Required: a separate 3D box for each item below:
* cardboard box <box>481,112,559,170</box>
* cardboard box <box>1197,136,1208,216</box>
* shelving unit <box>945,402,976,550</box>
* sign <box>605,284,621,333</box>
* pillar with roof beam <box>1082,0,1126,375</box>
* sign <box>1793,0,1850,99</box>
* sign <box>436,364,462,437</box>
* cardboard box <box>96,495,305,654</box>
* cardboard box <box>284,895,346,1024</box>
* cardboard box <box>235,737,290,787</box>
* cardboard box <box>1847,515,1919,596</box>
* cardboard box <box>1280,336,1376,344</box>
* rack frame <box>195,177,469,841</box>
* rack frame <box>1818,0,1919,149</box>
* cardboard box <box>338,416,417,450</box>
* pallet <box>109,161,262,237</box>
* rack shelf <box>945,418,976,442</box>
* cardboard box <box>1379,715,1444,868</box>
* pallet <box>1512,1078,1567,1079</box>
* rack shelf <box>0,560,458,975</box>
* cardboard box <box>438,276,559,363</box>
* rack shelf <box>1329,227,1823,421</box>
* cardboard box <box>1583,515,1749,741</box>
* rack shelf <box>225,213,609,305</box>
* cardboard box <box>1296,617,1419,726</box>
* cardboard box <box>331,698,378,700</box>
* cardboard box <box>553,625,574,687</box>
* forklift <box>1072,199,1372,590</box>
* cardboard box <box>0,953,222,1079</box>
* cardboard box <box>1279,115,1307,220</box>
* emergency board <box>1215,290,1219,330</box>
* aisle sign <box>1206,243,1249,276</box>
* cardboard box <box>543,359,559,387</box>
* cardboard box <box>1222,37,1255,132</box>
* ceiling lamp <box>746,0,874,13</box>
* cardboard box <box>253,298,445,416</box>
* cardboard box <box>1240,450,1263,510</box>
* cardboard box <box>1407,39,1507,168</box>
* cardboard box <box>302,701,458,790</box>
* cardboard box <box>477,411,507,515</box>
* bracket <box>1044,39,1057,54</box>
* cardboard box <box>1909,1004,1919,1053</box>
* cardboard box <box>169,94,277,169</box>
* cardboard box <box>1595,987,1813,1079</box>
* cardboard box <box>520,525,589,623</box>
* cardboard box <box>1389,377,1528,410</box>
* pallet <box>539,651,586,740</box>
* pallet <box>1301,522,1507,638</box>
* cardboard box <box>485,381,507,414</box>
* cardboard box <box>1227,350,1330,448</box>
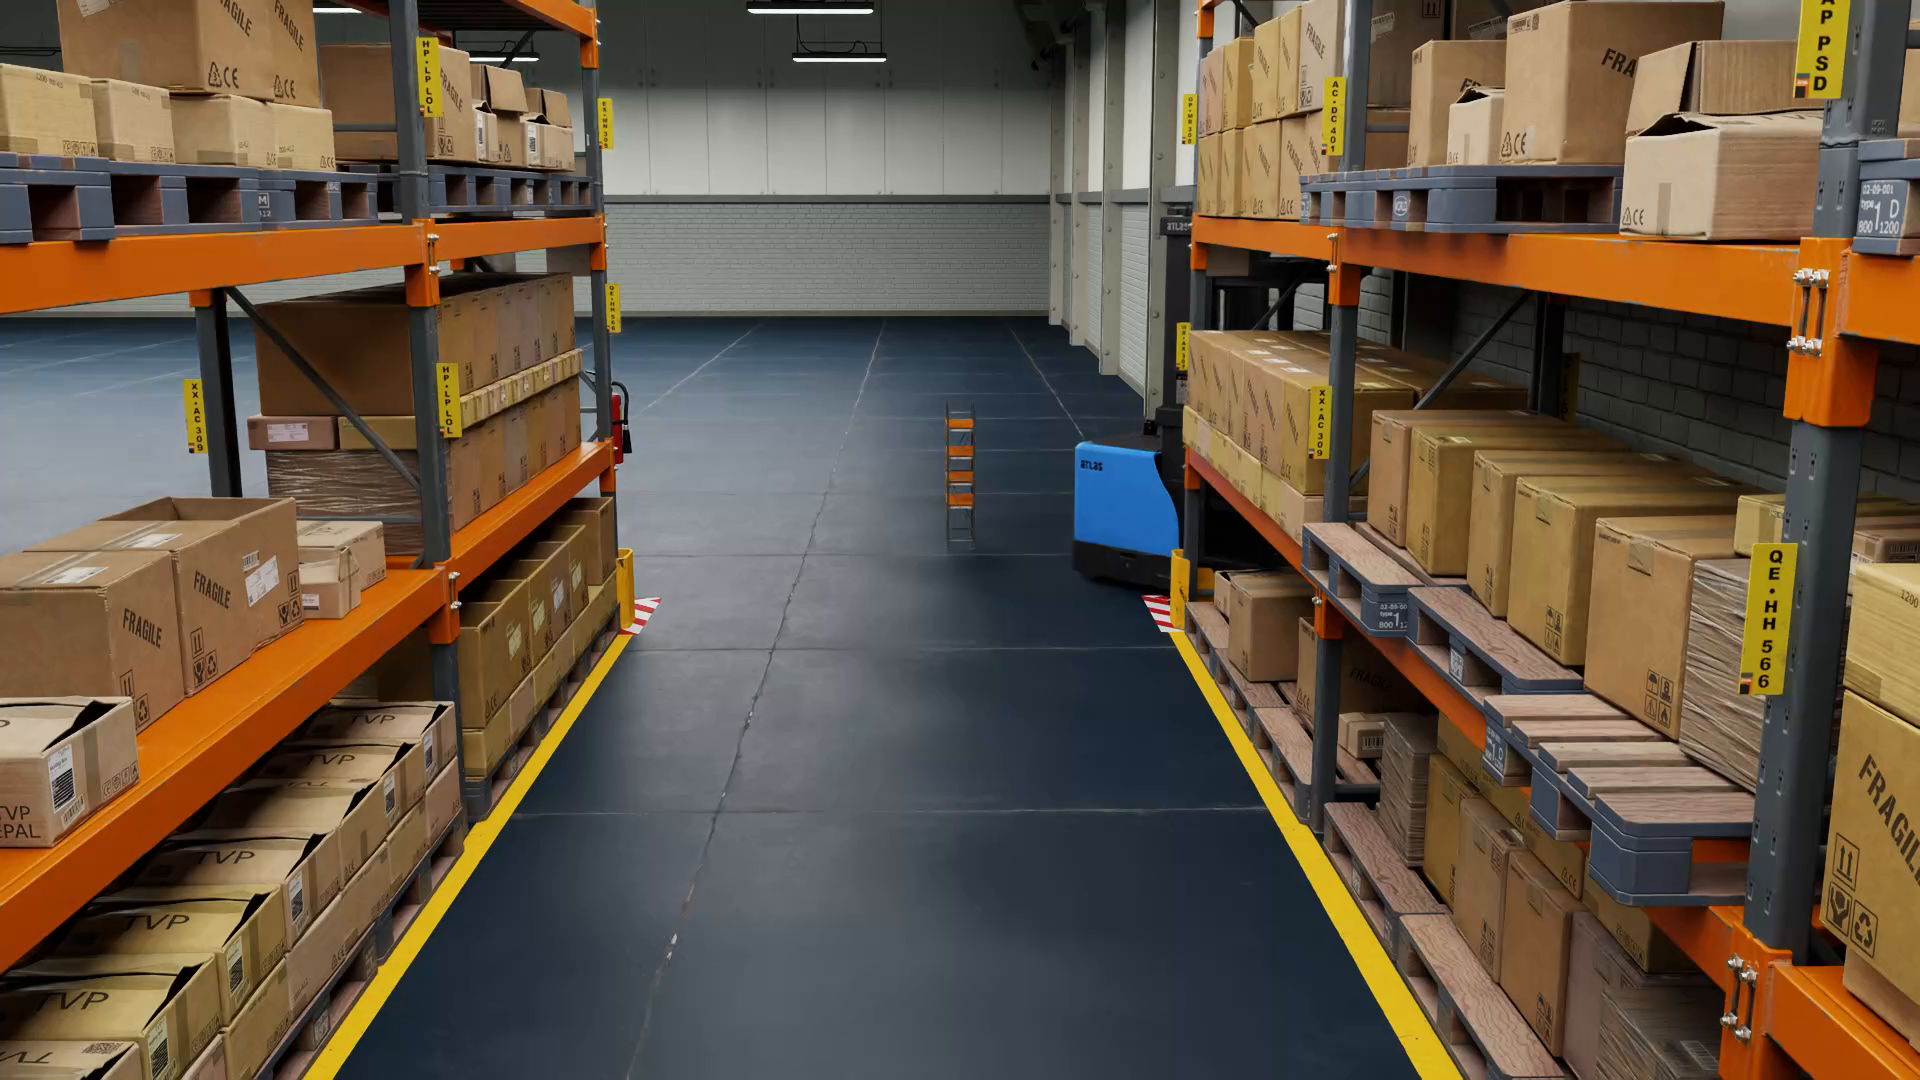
[{"bbox_3d":[-2.583,-2.240,9.328,0.500,0.311,0.500,1,12,6],"label":"cardboard box"},{"bbox_3d":[1.827,-2.360,10.802,0.500,0.500,0.500,0,11,0],"label":"cardboard box"},{"bbox_3d":[0.003,-0.555,14.278,0.258,1.200,0.503,0,11,-1],"label":"shelving unit"},{"bbox_3d":[-2.339,-1.561,11.199,0.100,0.325,0.005,0,11,-1],"label":"sign"},{"bbox_3d":[-1.726,-7.264,27.730,9.100,9.000,0.548,0,11,-1],"label":"pillar with roof beam"},{"bbox_3d":[1.693,-1.030,3.248,0.100,0.325,0.005,0,11,-1],"label":"sign"},{"bbox_3d":[-2.257,-0.615,7.335,0.100,0.325,0.005,0,11,-1],"label":"sign"},{"bbox_3d":[-2.789,0.126,6.143,0.500,0.500,0.500,1,11,3],"label":"cardboard box"},{"bbox_3d":[-2.472,1.444,5.757,0.500,0.250,0.500,0,11,0],"label":"cardboard box"},{"bbox_3d":[-3.035,0.967,6.697,0.500,0.311,0.500,0,11,-2],"label":"cardboard box"},{"bbox_3d":[2.199,0.041,3.825,0.380,0.149,0.250,-2,12,-9],"label":"cardboard box"},{"bbox_3d":[2.293,-1.010,10.432,0.500,0.500,0.500,0,11,0],"label":"cardboard box"},{"bbox_3d":[-2.799,-0.083,7.421,1.000,3.000,0.127,0,11,-1],"label":"rack frame"},{"bbox_3d":[2.236,-2.249,3.010,1.000,3.000,0.127,0,11,-1],"label":"rack frame"},{"bbox_3d":[-2.611,-0.504,7.614,0.380,0.149,0.250,0,11,-1],"label":"cardboard box"},{"bbox_3d":[-2.846,-1.022,4.982,1.003,0.211,1.213,0,11,1],"label":"pallet"},{"bbox_3d":[0.003,-0.940,14.199,0.258,0.148,0.480,0,11,-1],"label":"rack shelf"},{"bbox_3d":[2.185,1.052,7.009,0.700,0.500,0.500,0,11,1],"label":"cardboard box"},{"bbox_3d":[2.221,1.903,4.649,1.003,0.211,1.213,0,11,-1],"label":"pallet"},{"bbox_3d":[-2.758,0.668,5.533,1.077,0.370,4.000,0,11,-1],"label":"rack shelf"},{"bbox_3d":[-2.868,-1.355,10.177,0.700,0.500,0.500,-1,11,-3],"label":"cardboard box"},{"bbox_3d":[2.194,-0.824,5.339,1.077,0.370,4.000,0,11,-1],"label":"rack shelf"},{"bbox_3d":[2.177,0.223,4.560,0.700,0.500,0.500,-1,12,-7],"label":"cardboard box"},{"bbox_3d":[-2.841,-1.598,9.154,1.077,0.370,4.000,0,11,-1],"label":"rack shelf"},{"bbox_3d":[2.092,0.700,8.746,0.500,0.500,0.500,-1,12,-5],"label":"cardboard box"},{"bbox_3d":[-3.028,0.869,8.593,0.500,0.250,0.500,0,11,-1],"label":"cardboard box"},{"bbox_3d":[-2.533,0.668,9.583,0.500,0.250,0.500,0,11,-1],"label":"cardboard box"},{"bbox_3d":[2.296,-1.009,12.158,3.031,2.935,1.130,11,16,42],"label":"forklift"},{"bbox_3d":[-2.453,1.370,4.712,0.500,0.311,0.500,-1,11,-3],"label":"cardboard box"},{"bbox_3d":[1.898,-1.832,8.201,0.500,0.500,0.500,-1,12,-6],"label":"cardboard box"},{"bbox_3d":[2.813,-2.447,19.077,0.194,1.169,0.643,0,11,-1],"label":"emergency board"},{"bbox_3d":[1.769,-2.186,11.251,0.394,0.787,0.004,0,11,-1],"label":"aisle sign"},{"bbox_3d":[-2.669,-1.016,10.142,0.380,0.149,0.250,0,11,0],"label":"cardboard box"},{"bbox_3d":[1.817,-2.638,9.658,0.500,0.500,0.500,0,11,0],"label":"cardboard box"},{"bbox_3d":[-2.362,-9.928,26.182,2.000,3.185,0.800,0,11,-1],"label":"ceiling lamp"},{"bbox_3d":[-2.815,-0.855,7.717,0.700,0.500,0.500,0,11,-1],"label":"cardboard box"},{"bbox_3d":[1.812,-0.332,8.977,0.500,0.250,0.500,0,11,-1],"label":"cardboard box"},{"bbox_3d":[2.084,-1.719,6.638,0.500,0.500,0.500,1,12,7],"label":"cardboard box"},{"bbox_3d":[-2.504,0.864,7.206,0.500,0.311,0.500,0,11,-1],"label":"cardboard box"},{"bbox_3d":[-2.839,-0.424,8.854,0.700,0.500,0.500,0,11,0],"label":"cardboard box"},{"bbox_3d":[2.037,-10.835,36.278,0.076,0.066,4.783,0,11,-1],"label":"bracket"},{"bbox_3d":[2.007,0.921,3.055,0.380,0.149,0.250,0,11,0],"label":"cardboard box"},{"bbox_3d":[-2.782,-1.453,5.954,0.500,0.250,0.500,-1,12,-7],"label":"cardboard box"},{"bbox_3d":[2.169,1.558,4.515,0.700,0.500,0.500,0,11,0],"label":"cardboard box"},{"bbox_3d":[-2.538,0.201,9.999,0.500,0.500,0.500,0,11,-1],"label":"cardboard box"},{"bbox_3d":[2.352,-0.502,7.929,0.500,0.500,0.500,-1,11,-2],"label":"cardboard box"},{"bbox_3d":[-2.802,0.883,9.677,1.003,0.211,1.213,0,11,-1],"label":"pallet"},{"bbox_3d":[2.023,0.143,6.793,1.003,0.211,1.213,0,11,-1],"label":"pallet"},{"bbox_3d":[-2.642,-0.760,8.877,0.380,0.149,0.250,-1,11,-3],"label":"cardboard box"},{"bbox_3d":[1.807,-0.803,9.413,0.500,0.500,0.500,0,11,1],"label":"cardboard box"}]
